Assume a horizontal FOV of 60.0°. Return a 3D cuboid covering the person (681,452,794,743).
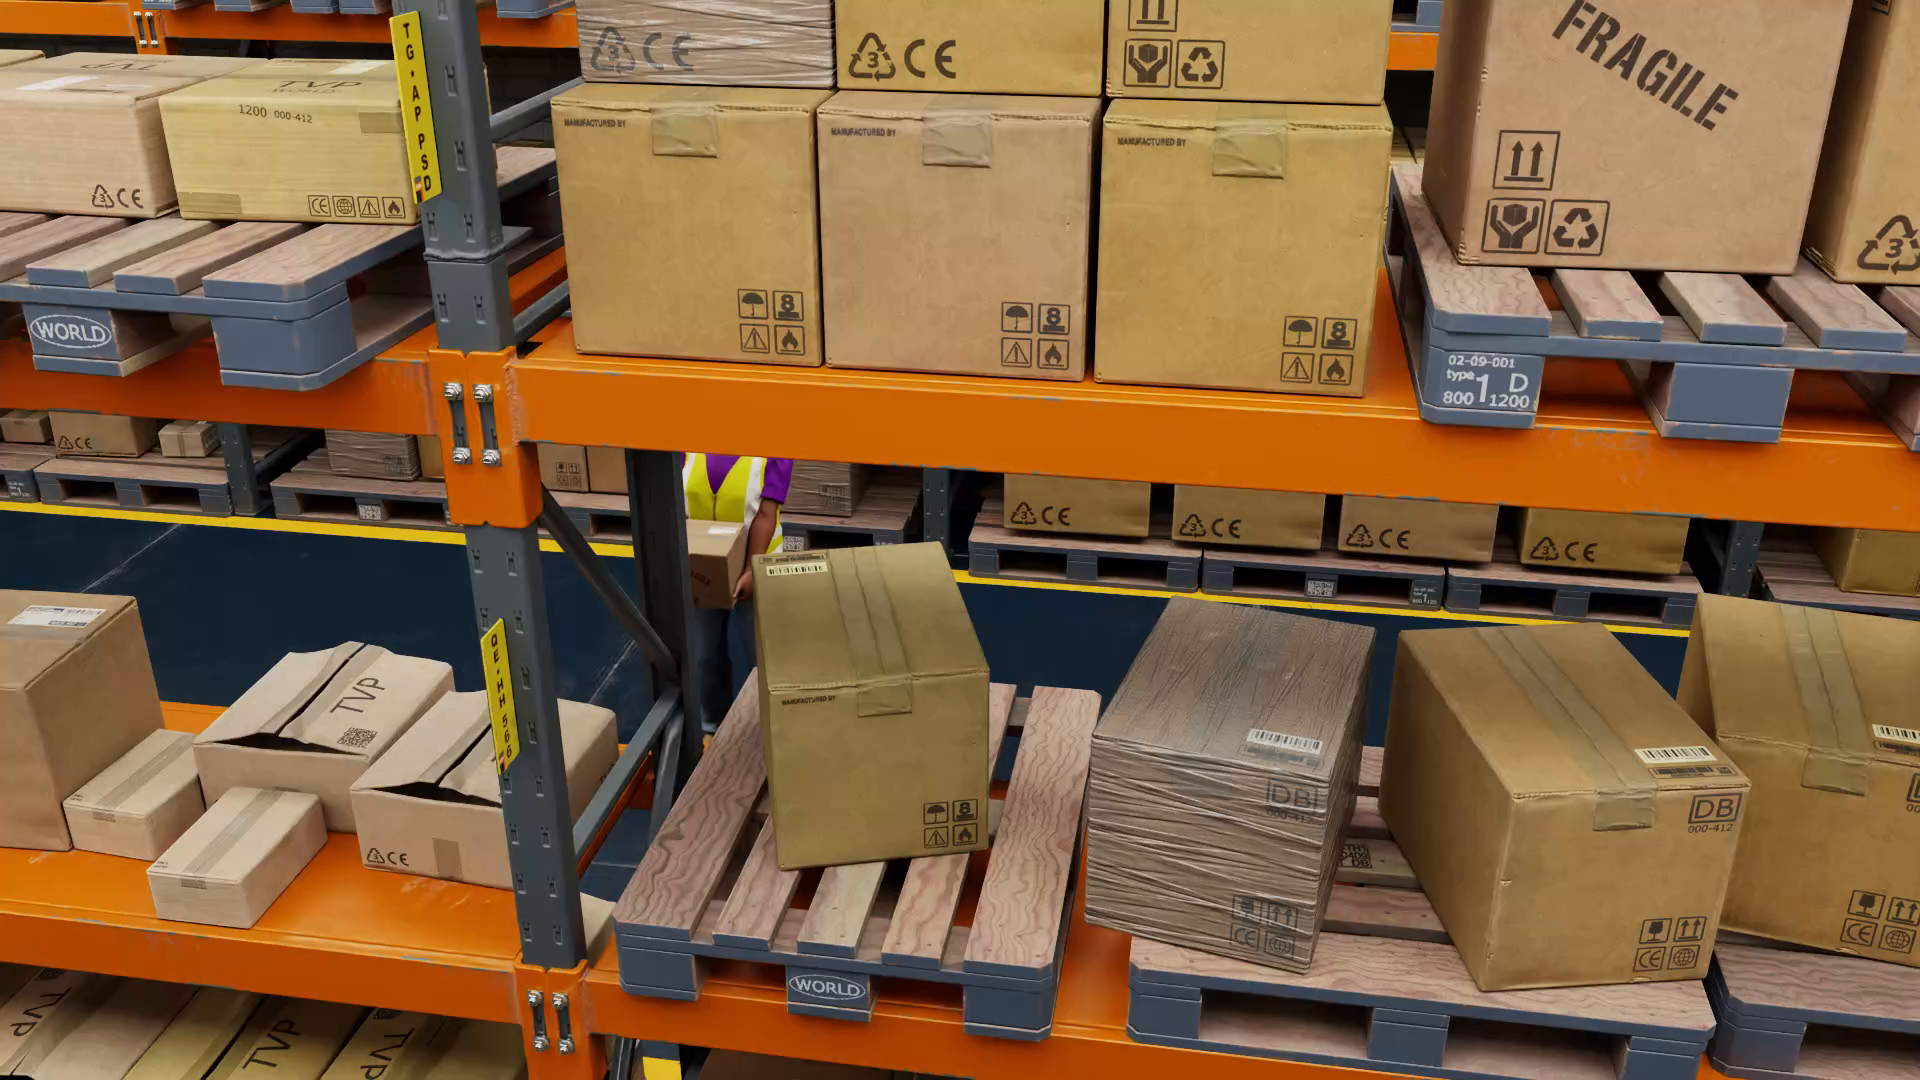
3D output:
[{"bbox_3d":[-0.941,0.155,6.746,0.504,1.761,0.578,4,25,9],"label":"person"}]
